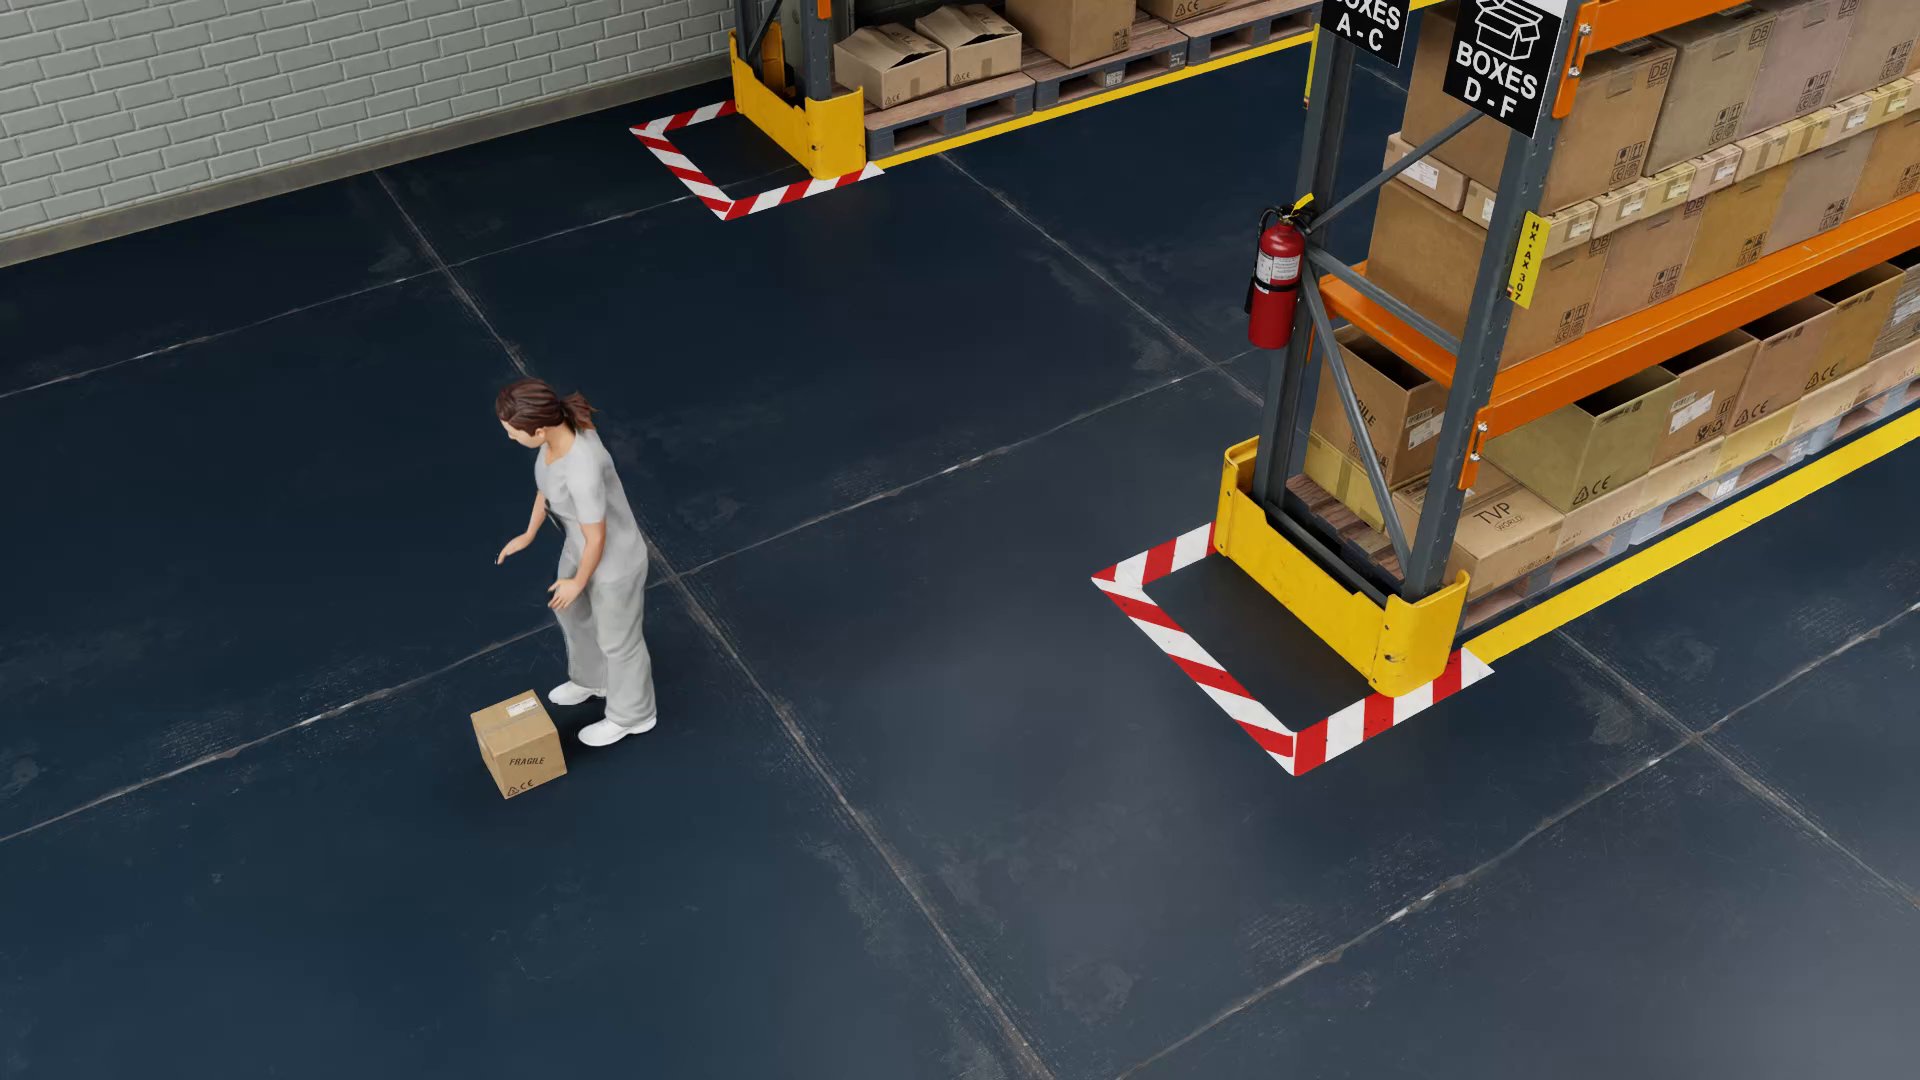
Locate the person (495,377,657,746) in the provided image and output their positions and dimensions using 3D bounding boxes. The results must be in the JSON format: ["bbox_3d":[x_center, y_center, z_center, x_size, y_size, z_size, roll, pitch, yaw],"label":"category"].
[{"bbox_3d":[-1.406,0.089,6.061,0.496,1.694,0.503,-18,44,-20],"label":"person"}]
